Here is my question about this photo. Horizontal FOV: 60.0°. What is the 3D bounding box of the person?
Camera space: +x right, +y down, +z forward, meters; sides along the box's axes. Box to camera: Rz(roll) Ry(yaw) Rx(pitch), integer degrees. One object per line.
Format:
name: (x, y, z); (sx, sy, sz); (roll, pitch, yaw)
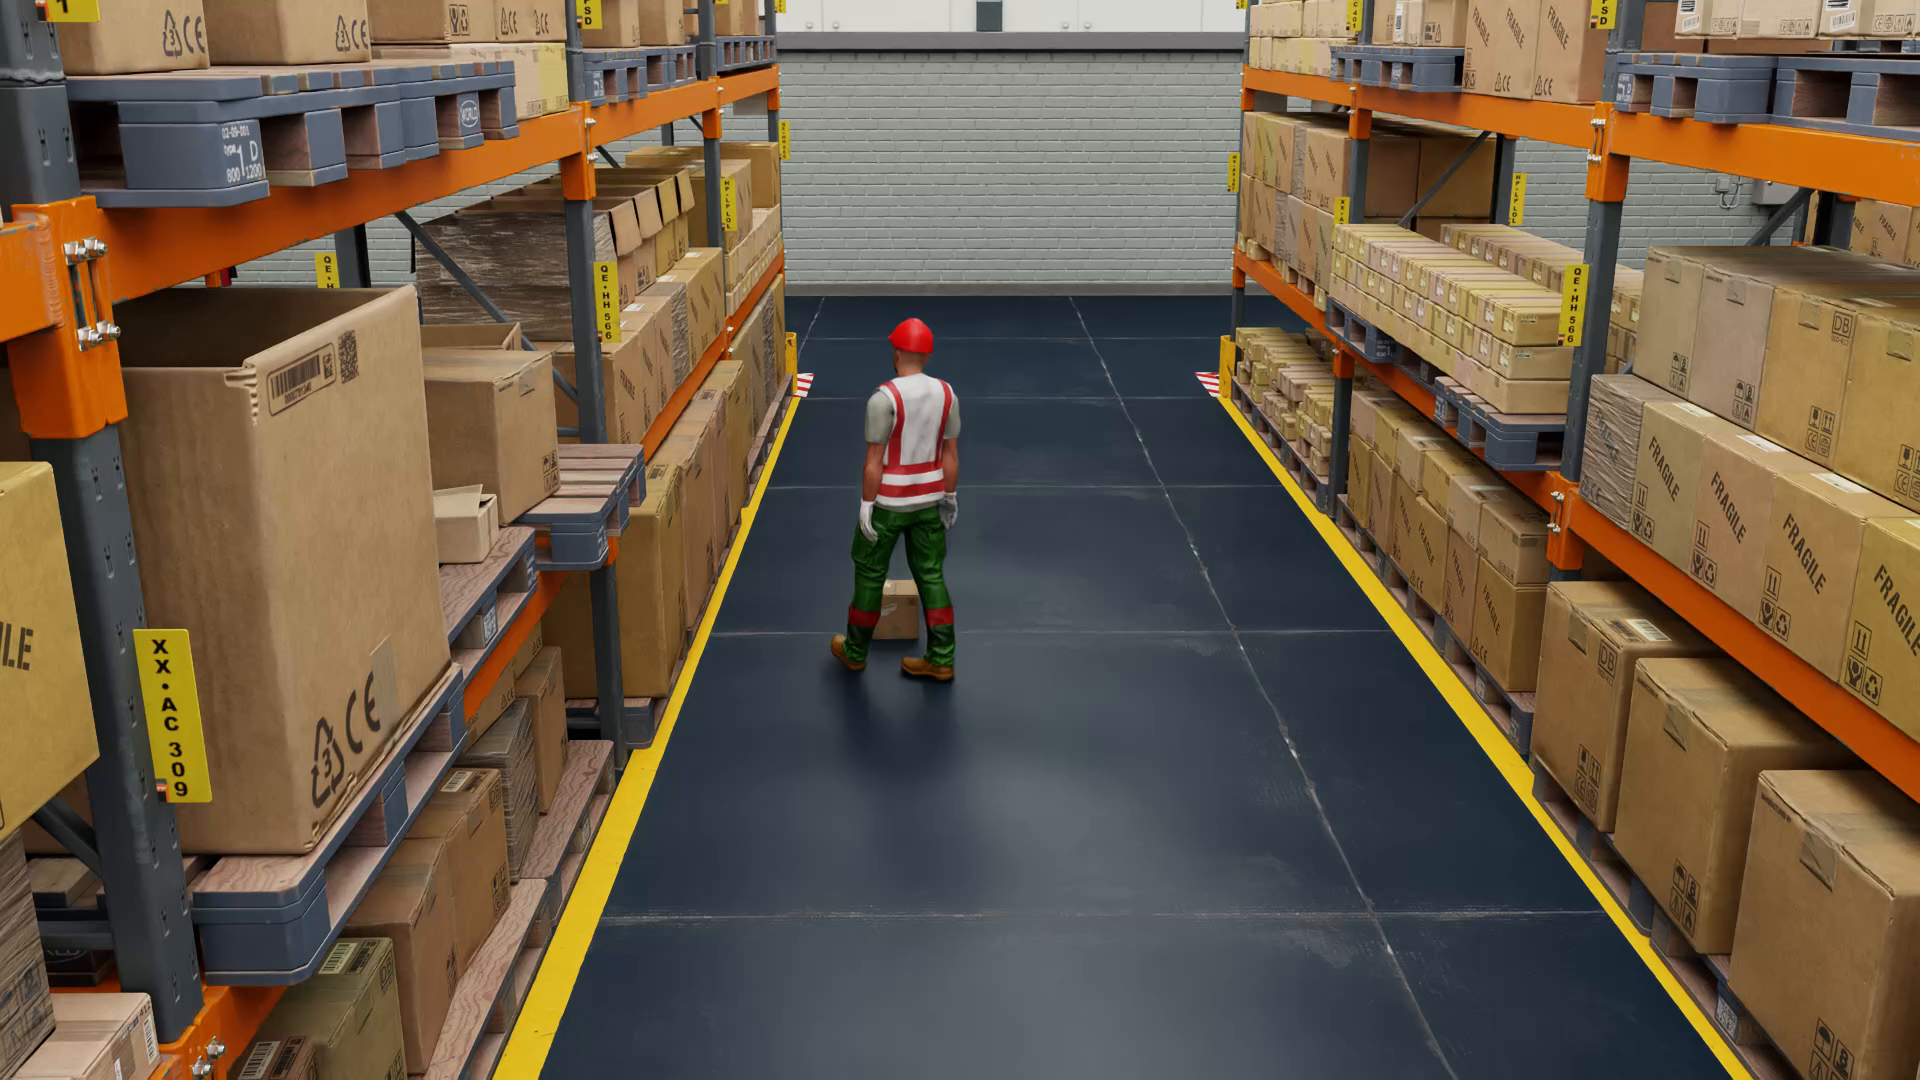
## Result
person: (-0.319, -0.214, 8.182); (0.542, 1.778, 0.654); (-11, 20, -33)
